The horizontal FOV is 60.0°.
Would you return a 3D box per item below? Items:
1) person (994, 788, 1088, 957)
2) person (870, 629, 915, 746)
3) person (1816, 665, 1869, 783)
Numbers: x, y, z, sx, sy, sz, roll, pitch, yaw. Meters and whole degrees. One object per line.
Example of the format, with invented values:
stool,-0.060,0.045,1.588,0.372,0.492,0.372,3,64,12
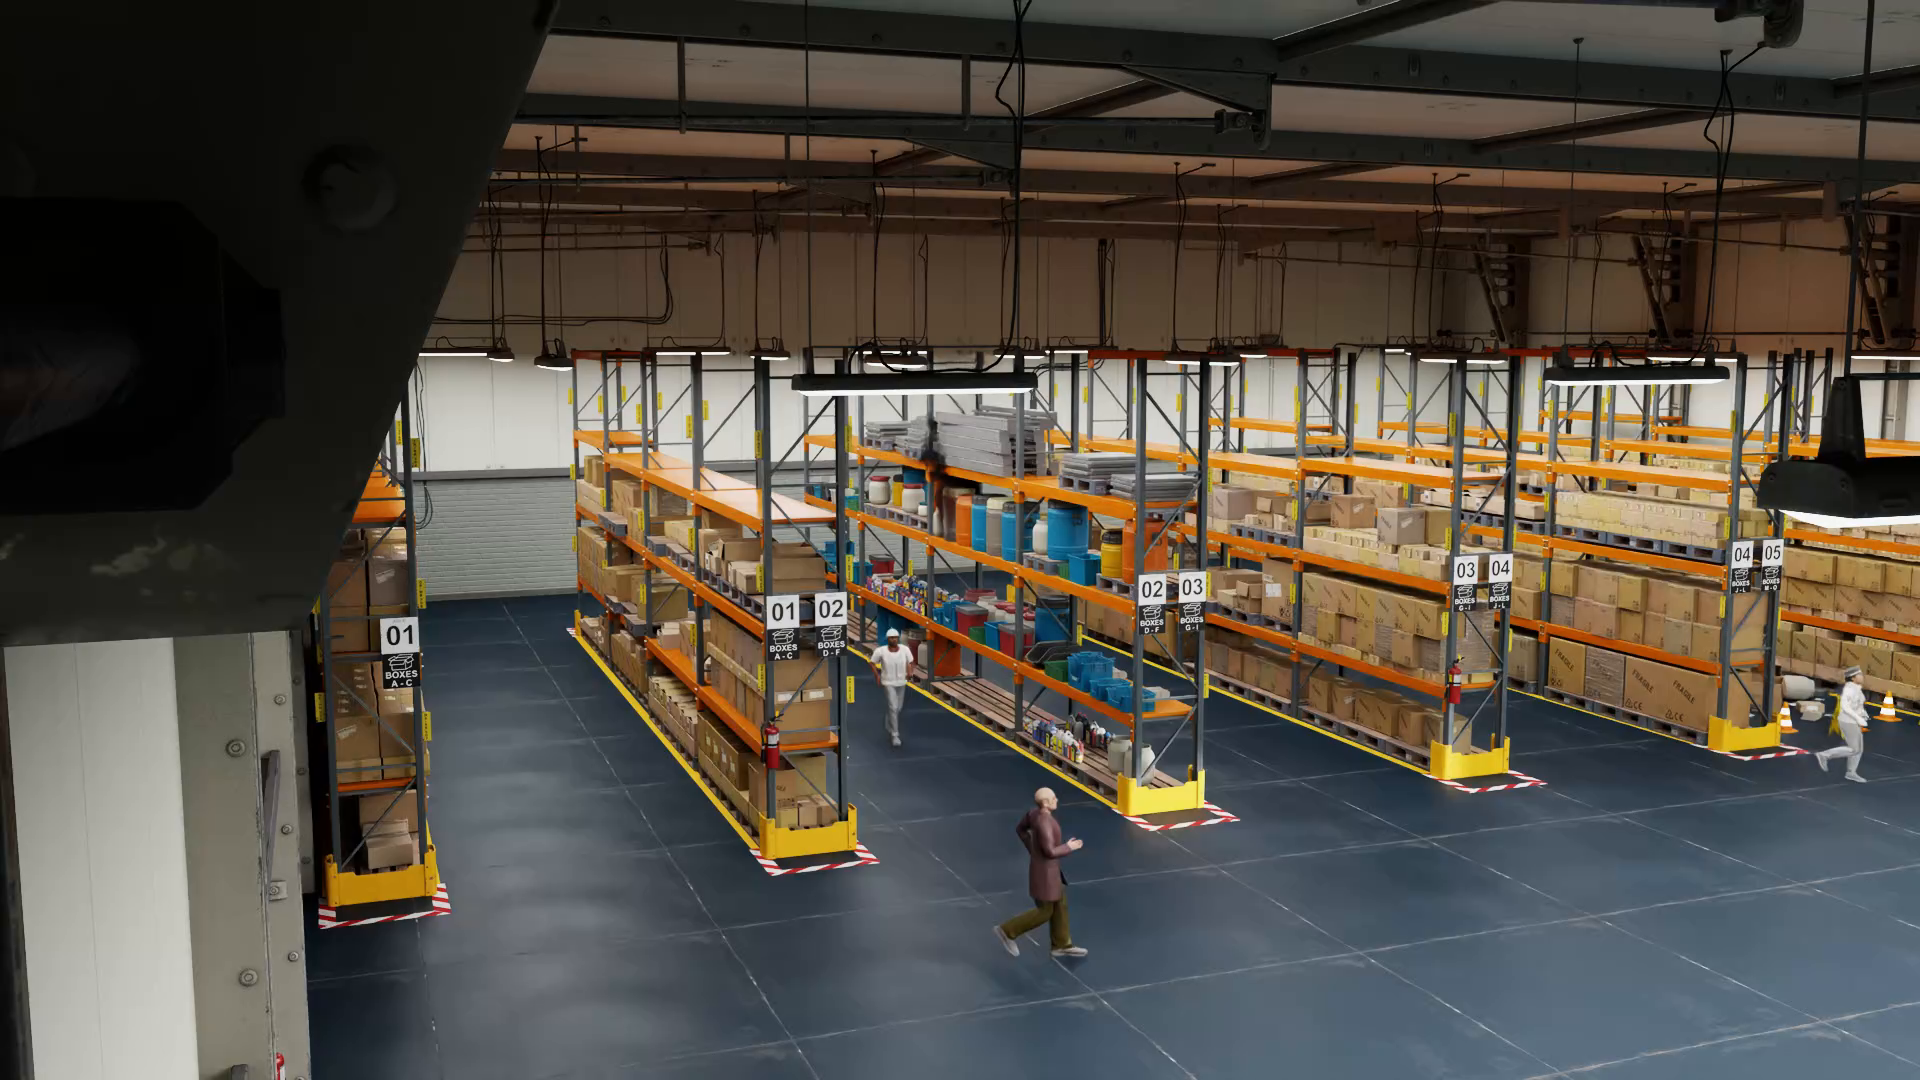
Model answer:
person,0.819,3.360,16.770,0.965,1.761,0.718,-1,7,-4
person,-1.030,2.235,25.807,0.686,1.773,0.886,-3,8,-20
person,12.587,2.586,23.647,0.658,1.684,0.621,4,8,31
